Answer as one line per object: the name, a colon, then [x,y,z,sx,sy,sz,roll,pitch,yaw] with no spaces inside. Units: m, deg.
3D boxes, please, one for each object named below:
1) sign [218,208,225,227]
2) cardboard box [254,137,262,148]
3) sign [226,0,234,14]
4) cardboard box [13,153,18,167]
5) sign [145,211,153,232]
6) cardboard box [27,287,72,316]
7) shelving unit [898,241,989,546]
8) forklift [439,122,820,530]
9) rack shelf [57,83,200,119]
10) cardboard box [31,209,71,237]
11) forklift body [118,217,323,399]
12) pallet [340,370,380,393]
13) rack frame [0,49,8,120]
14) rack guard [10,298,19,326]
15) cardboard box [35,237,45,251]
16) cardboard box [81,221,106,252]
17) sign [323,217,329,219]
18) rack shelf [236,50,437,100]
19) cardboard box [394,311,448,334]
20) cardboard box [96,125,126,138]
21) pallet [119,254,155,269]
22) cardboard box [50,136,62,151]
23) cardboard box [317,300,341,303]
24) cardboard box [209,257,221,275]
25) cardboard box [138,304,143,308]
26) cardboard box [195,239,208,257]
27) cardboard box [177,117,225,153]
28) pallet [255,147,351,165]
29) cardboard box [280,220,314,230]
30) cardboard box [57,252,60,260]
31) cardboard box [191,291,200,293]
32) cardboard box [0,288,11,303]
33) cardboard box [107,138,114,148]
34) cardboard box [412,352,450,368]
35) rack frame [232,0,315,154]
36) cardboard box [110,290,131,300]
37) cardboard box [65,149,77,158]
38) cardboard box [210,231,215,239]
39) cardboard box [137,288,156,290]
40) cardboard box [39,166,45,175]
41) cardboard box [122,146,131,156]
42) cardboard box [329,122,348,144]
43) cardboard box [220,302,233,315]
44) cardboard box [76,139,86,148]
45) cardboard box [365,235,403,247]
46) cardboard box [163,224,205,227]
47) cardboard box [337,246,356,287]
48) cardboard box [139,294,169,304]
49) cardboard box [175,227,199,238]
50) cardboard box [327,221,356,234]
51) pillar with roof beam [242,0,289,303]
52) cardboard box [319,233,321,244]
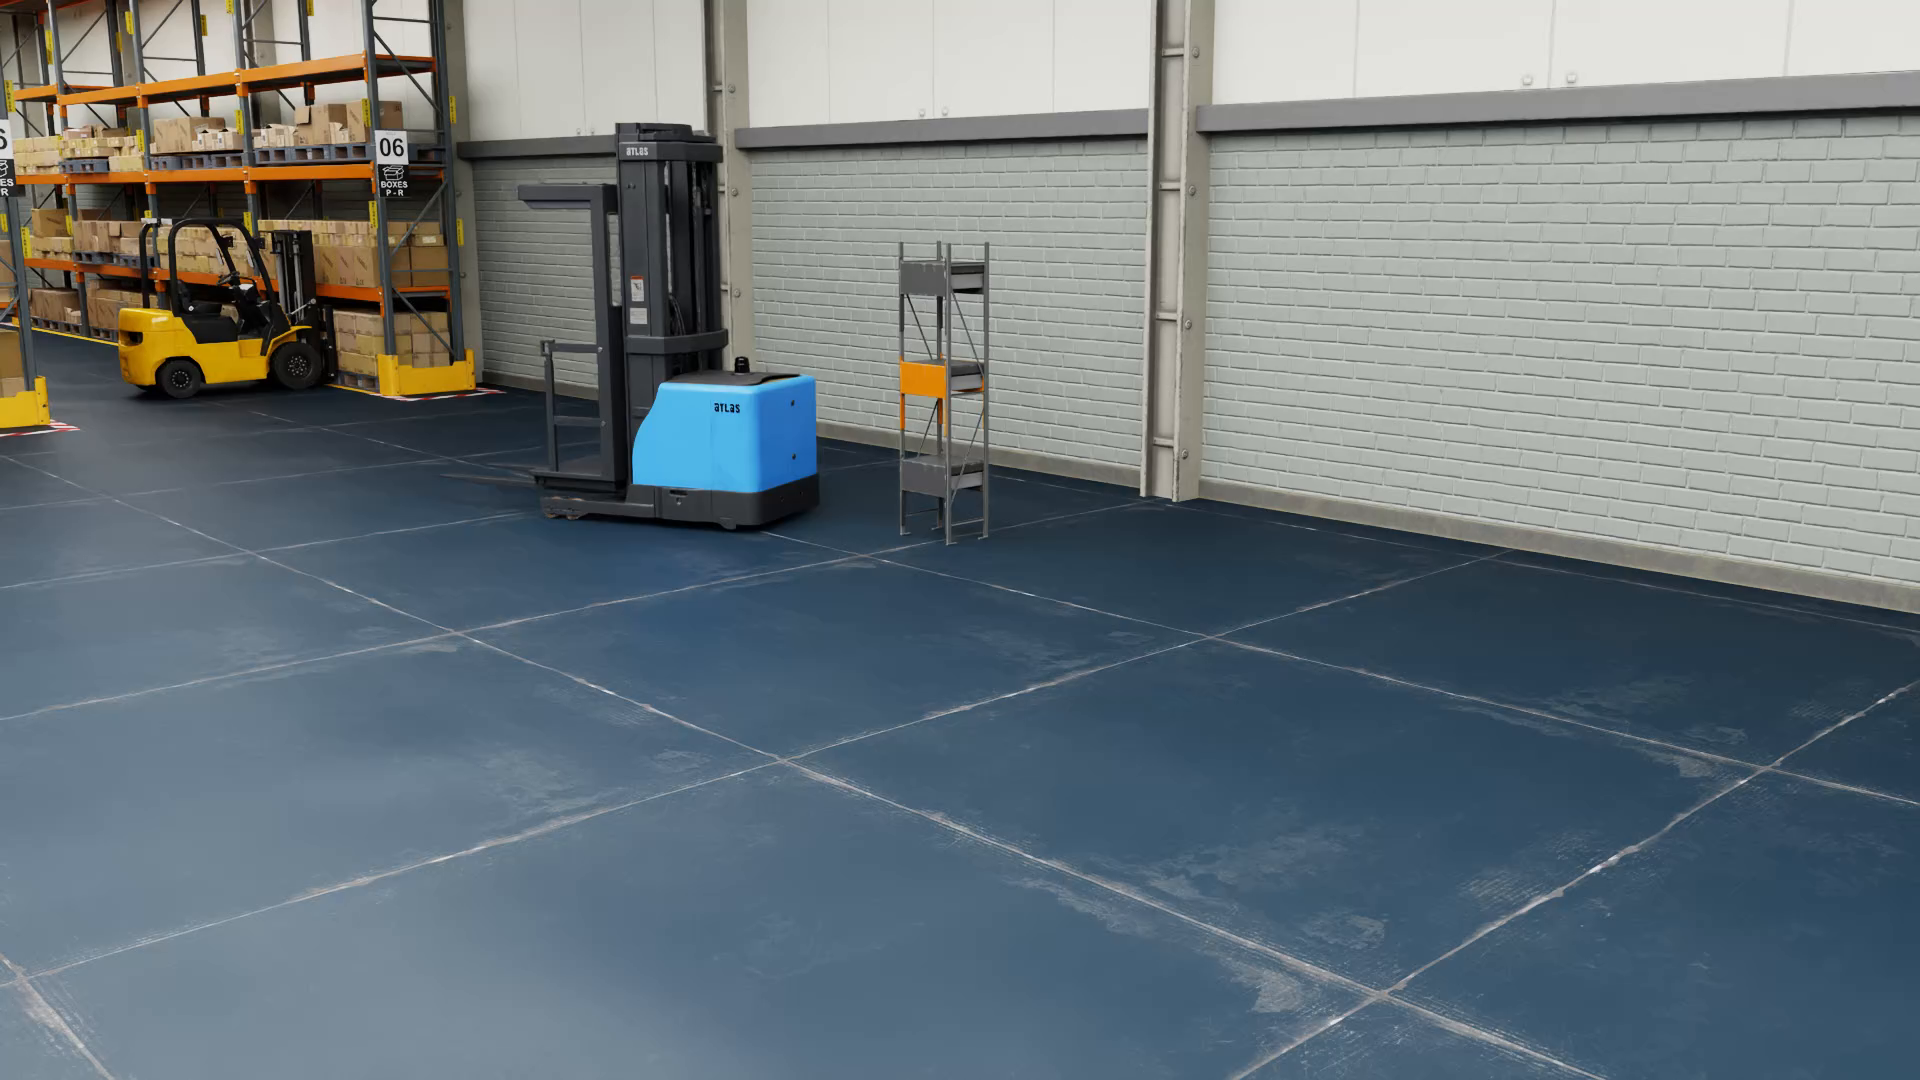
sign: [-11.860,-5.163,26.668,0.100,0.325,0.005,-11,16,-43]
cardboard box: [-9.406,-5.427,22.720,0.380,0.149,0.250,-10,16,-41]
sign: [-9.881,-7.291,22.490,0.100,0.325,0.005,-11,16,-43]
cardboard box: [-17.309,-7.053,30.911,0.500,0.250,0.500,-10,16,-41]
sign: [-12.645,-4.969,25.924,0.100,0.325,0.005,-11,16,-43]
cardboard box: [-17.430,-4.566,31.786,0.637,0.503,0.797,11,16,43]
shelving unit: [-0.114,-1.053,11.817,0.431,2.100,0.503,-11,16,-43]
forklift: [-2.659,-1.680,12.804,3.031,2.935,1.130,5,13,22]
rack shelf: [-13.640,-7.200,27.331,1.077,0.370,4.000,-11,16,-43]
cardboard box: [-16.629,-5.802,30.417,0.500,0.500,0.500,-10,16,-41]
forklift body: [-9.363,-2.957,20.935,2.313,2.155,1.214,-11,16,-43]
pallet: [-7.293,-2.090,21.535,1.003,0.211,1.213,-11,16,-43]
rack frame: [-10.322,-5.596,16.774,1.000,3.000,0.127,-11,16,-43]
rack guard: [-17.731,-4.450,32.272,1.175,0.500,0.348,-11,16,-43]
cardboard box: [-16.596,-5.435,30.494,0.500,0.250,0.500,11,16,44]
cardboard box: [-14.491,-5.179,28.327,0.700,0.500,0.500,-11,16,-42]
sign: [-9.096,-4.474,23.854,0.100,0.325,0.005,-11,16,-43]
rack shelf: [-8.115,-6.032,21.664,1.077,0.370,4.000,-11,16,-43]
cardboard box: [-6.929,-2.796,21.342,0.500,0.250,0.500,-11,16,-43]
cardboard box: [-14.554,-6.982,28.503,0.396,0.266,0.258,-11,16,-43]
pallet: [-12.778,-4.513,26.859,1.213,0.211,1.003,-11,16,-43]
cardboard box: [-15.544,-6.928,29.067,0.500,0.250,0.500,-11,16,-42]
cardboard box: [-9.017,-3.238,23.490,0.500,0.250,0.500,-10,16,-41]
cardboard box: [-10.706,-4.047,24.493,0.500,0.250,0.500,-11,16,-42]
cardboard box: [-13.044,-3.606,27.132,0.500,0.500,0.500,-11,16,-43]
cardboard box: [-11.065,-4.367,24.809,0.500,0.250,0.500,-11,16,-42]
cardboard box: [-11.232,-6.002,24.643,0.500,0.500,0.500,-10,16,-41]
pallet: [-8.889,-5.239,22.693,1.003,0.211,1.213,-11,16,-43]
cardboard box: [-8.959,-4.245,22.491,0.380,0.149,0.250,-10,16,-41]
cardboard box: [-15.978,-5.102,29.862,0.380,0.149,0.250,-10,16,-41]
cardboard box: [-12.908,-4.057,27.715,0.250,0.149,0.380,11,16,43]
cardboard box: [-10.406,-2.614,17.786,0.380,0.149,0.250,-11,16,-42]
cardboard box: [-13.606,-6.453,27.011,0.380,0.149,0.250,-11,16,-42]
cardboard box: [-6.932,-2.308,21.455,0.500,0.250,0.500,-11,16,-42]
rack frame: [-9.497,-6.872,22.968,1.000,3.000,0.127,-11,16,-43]
cardboard box: [-14.188,-4.166,28.245,0.380,0.149,0.250,-11,16,-43]
cardboard box: [-14.949,-6.561,28.223,0.380,0.149,0.250,-11,16,-42]
cardboard box: [-10.797,-4.502,24.475,0.380,0.149,0.250,-11,16,-42]
cardboard box: [-14.003,-4.282,28.806,0.250,0.149,0.380,11,16,42]
cardboard box: [-16.337,-6.651,29.950,0.380,0.149,0.250,-11,16,-42]
cardboard box: [-13.209,-6.240,26.714,0.380,0.149,0.250,-11,16,-43]
cardboard box: [-7.701,-5.124,20.959,0.396,0.266,0.258,-11,16,-42]
cardboard box: [-10.916,-3.275,25.219,0.625,0.625,0.875,11,16,43]
cardboard box: [-14.555,-6.638,27.859,0.380,0.149,0.250,-11,16,-43]
cardboard box: [-7.176,-3.729,20.720,0.380,0.149,0.250,-11,16,-42]
cardboard box: [-12.501,-4.869,26.825,0.500,0.500,0.500,-10,15,-40]
cardboard box: [-7.616,-3.512,21.275,0.500,0.500,0.500,-10,15,-41]
cardboard box: [-13.144,-3.934,27.118,0.250,0.149,0.380,11,16,43]
cardboard box: [-11.870,-4.724,25.553,0.380,0.149,0.250,-10,16,-41]
cardboard box: [-7.905,-4.021,21.402,0.380,0.149,0.250,-10,16,-41]
pillar with roof beam: [-13.820,-6.792,22.576,9.100,9.000,0.400,-11,16,-43]
cardboard box: [-8.187,-3.961,21.850,0.380,0.149,0.250,-11,16,-43]
